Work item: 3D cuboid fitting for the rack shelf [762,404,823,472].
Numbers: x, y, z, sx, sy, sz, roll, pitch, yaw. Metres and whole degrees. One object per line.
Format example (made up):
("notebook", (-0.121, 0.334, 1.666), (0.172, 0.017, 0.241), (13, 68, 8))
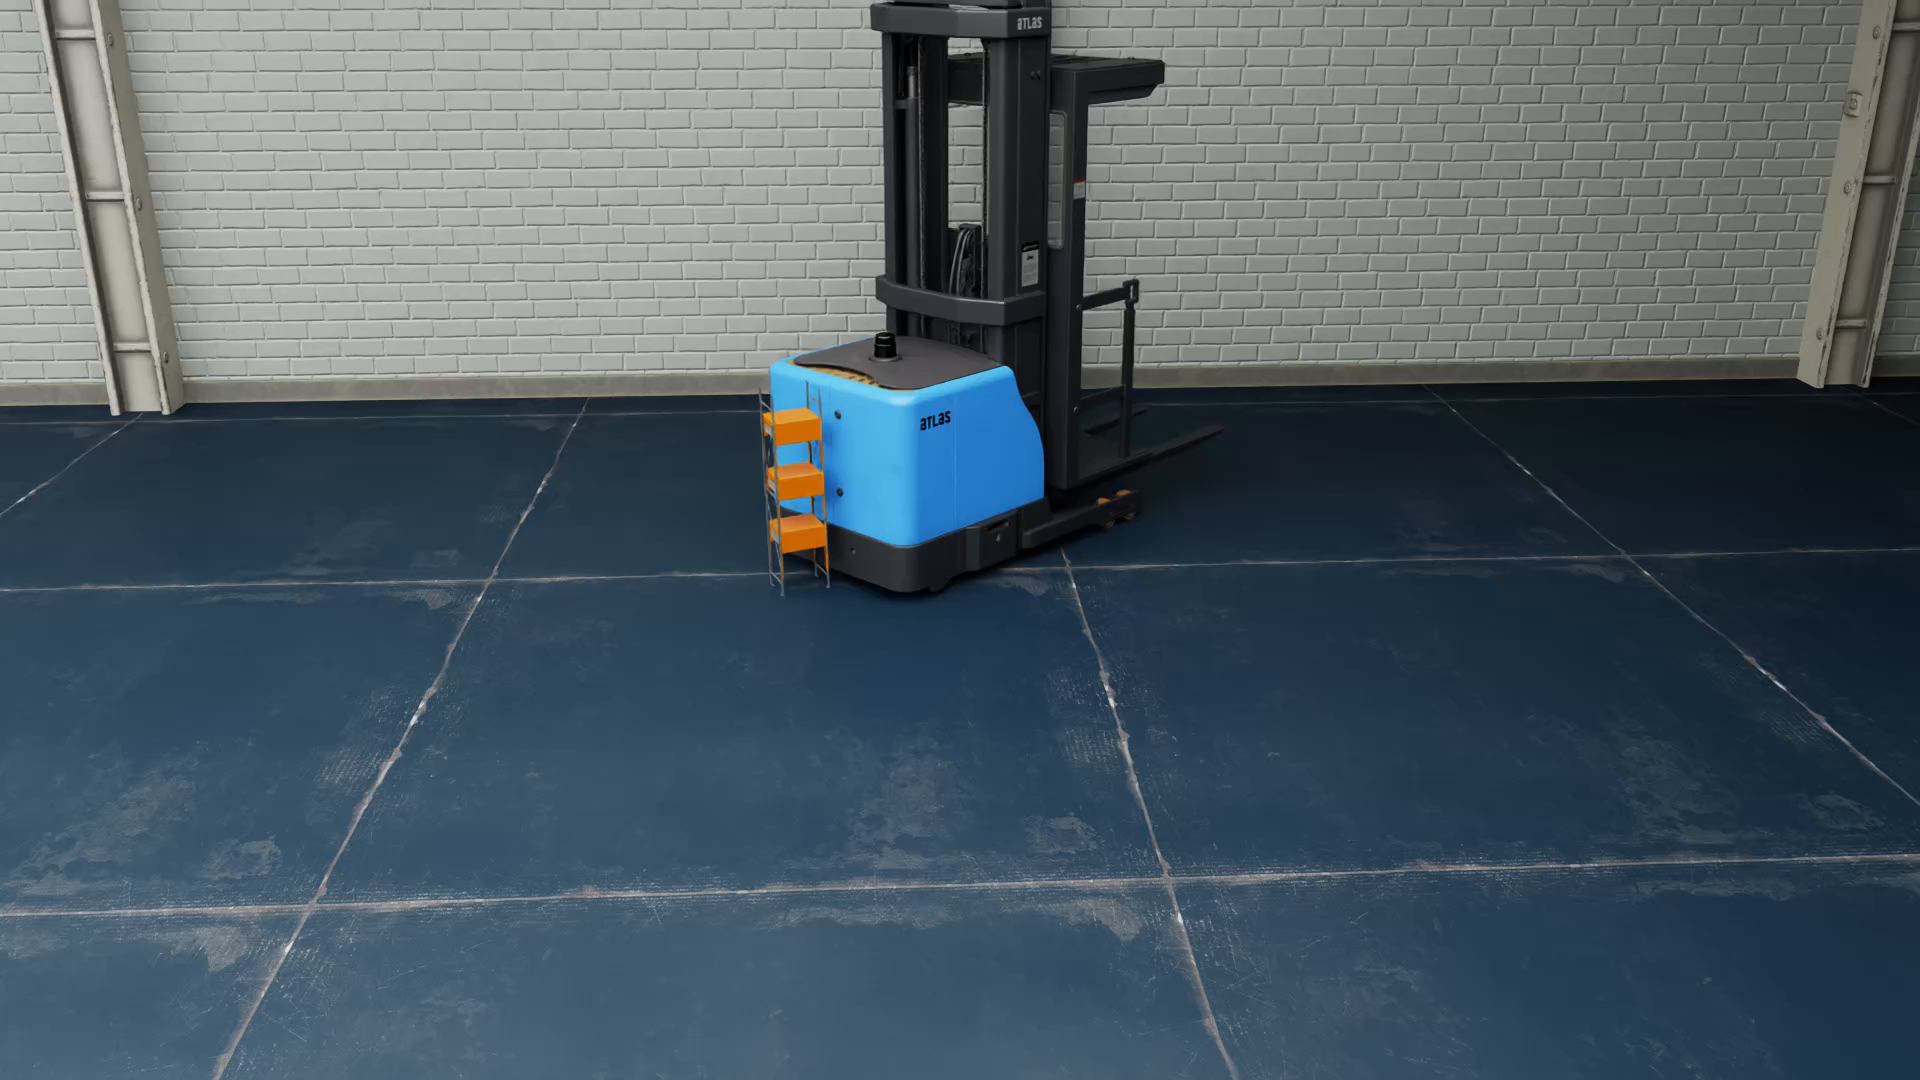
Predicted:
("rack shelf", (-0.828, -0.506, 8.201), (0.240, 0.259, 0.215), (-10, 23, -22))

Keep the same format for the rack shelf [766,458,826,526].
("rack shelf", (-0.824, -0.241, 8.304), (0.240, 0.259, 0.215), (-10, 23, -22))

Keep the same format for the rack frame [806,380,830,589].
("rack frame", (-0.713, -0.271, 8.346), (0.008, 1.050, 0.200), (-10, 23, -22))

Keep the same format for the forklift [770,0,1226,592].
("forklift", (0.380, -1.548, 9.069), (1.130, 2.935, 3.031), (18, 27, 39))

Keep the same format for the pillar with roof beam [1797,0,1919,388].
("pillar with roof beam", (6.615, -3.831, 6.537), (0.400, 9.000, 9.100), (-1, 21, -3))

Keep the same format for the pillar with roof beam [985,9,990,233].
("pillar with roof beam", (0.625, -3.710, 6.217), (0.400, 9.000, 9.100), (-1, 21, -3))

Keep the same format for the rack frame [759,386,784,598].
("rack frame", (-0.935, -0.232, 8.254), (0.008, 1.050, 0.200), (-10, 23, -22))

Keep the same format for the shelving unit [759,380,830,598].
("shelving unit", (-0.824, -0.251, 8.300), (0.252, 1.050, 0.215), (-10, 23, -22))

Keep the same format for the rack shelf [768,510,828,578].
("rack shelf", (-0.820, 0.018, 8.404), (0.240, 0.259, 0.215), (-10, 23, -22))

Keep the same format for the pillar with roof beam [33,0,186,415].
("pillar with roof beam", (-5.365, -3.588, 5.897), (0.400, 9.000, 9.100), (-1, 21, -3))
